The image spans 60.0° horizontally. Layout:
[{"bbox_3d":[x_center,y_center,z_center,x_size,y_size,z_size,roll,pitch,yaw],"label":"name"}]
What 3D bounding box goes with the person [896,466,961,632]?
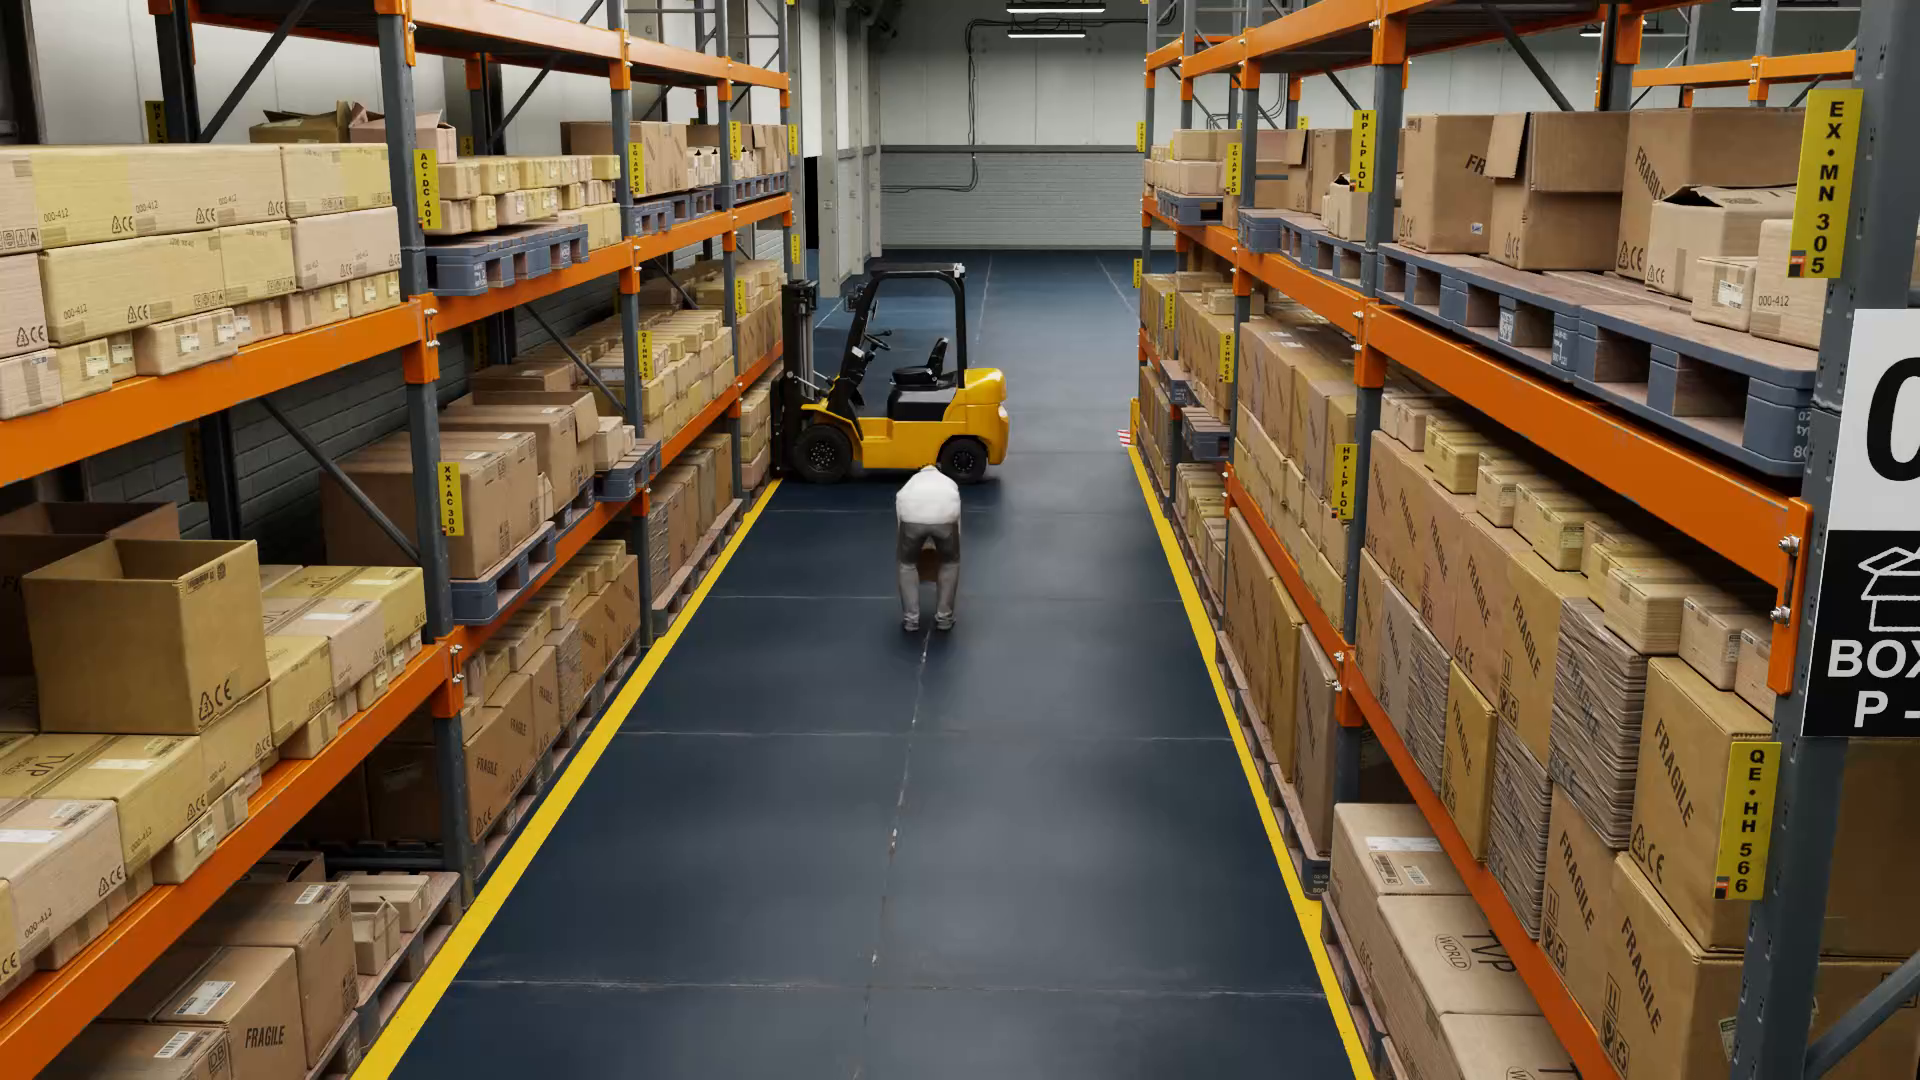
[{"bbox_3d":[-0.230,0.045,12.159,0.477,1.096,0.981,0,14,-1],"label":"person"}]
